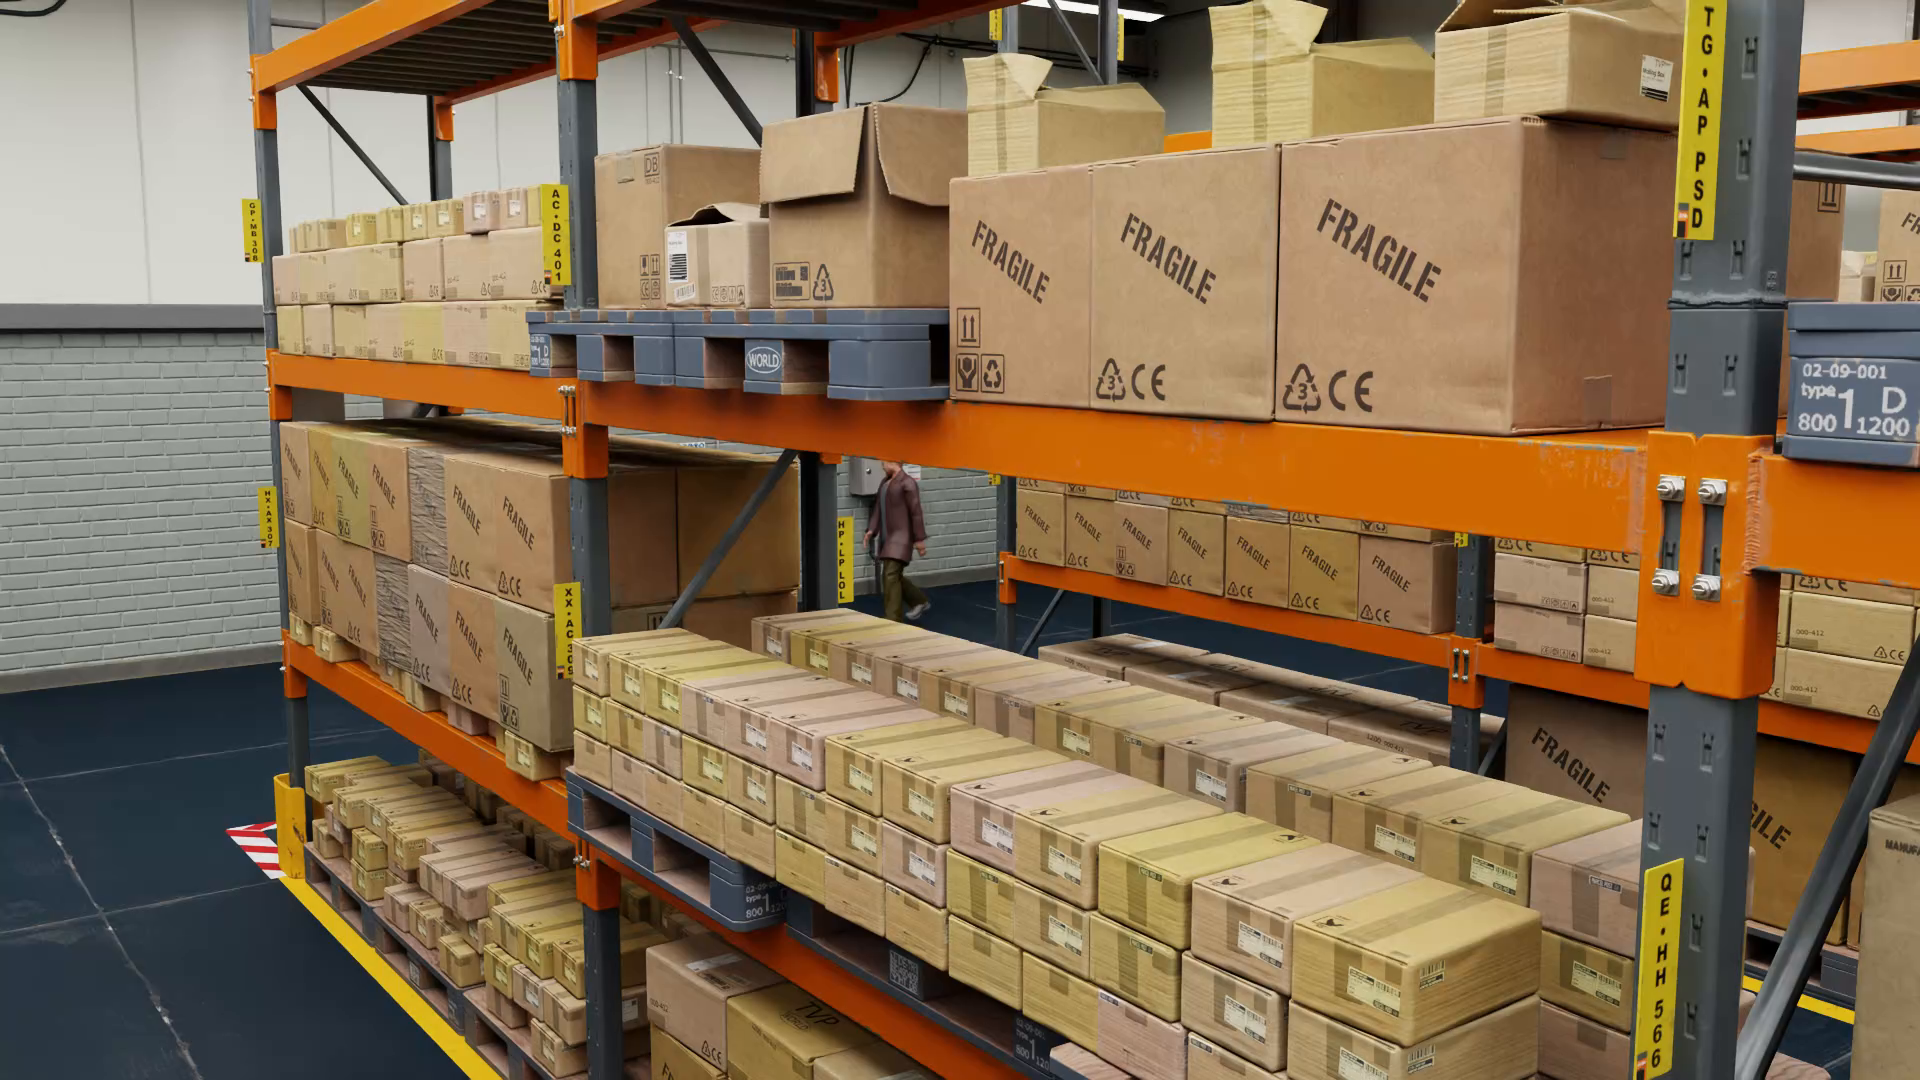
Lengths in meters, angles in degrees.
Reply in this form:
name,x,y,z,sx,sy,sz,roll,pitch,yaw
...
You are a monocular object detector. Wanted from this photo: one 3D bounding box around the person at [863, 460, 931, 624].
name,x,y,z,sx,sy,sz,roll,pitch,yaw
person,-0.596,-0.014,15.953,0.893,1.725,0.596,-5,9,-31
